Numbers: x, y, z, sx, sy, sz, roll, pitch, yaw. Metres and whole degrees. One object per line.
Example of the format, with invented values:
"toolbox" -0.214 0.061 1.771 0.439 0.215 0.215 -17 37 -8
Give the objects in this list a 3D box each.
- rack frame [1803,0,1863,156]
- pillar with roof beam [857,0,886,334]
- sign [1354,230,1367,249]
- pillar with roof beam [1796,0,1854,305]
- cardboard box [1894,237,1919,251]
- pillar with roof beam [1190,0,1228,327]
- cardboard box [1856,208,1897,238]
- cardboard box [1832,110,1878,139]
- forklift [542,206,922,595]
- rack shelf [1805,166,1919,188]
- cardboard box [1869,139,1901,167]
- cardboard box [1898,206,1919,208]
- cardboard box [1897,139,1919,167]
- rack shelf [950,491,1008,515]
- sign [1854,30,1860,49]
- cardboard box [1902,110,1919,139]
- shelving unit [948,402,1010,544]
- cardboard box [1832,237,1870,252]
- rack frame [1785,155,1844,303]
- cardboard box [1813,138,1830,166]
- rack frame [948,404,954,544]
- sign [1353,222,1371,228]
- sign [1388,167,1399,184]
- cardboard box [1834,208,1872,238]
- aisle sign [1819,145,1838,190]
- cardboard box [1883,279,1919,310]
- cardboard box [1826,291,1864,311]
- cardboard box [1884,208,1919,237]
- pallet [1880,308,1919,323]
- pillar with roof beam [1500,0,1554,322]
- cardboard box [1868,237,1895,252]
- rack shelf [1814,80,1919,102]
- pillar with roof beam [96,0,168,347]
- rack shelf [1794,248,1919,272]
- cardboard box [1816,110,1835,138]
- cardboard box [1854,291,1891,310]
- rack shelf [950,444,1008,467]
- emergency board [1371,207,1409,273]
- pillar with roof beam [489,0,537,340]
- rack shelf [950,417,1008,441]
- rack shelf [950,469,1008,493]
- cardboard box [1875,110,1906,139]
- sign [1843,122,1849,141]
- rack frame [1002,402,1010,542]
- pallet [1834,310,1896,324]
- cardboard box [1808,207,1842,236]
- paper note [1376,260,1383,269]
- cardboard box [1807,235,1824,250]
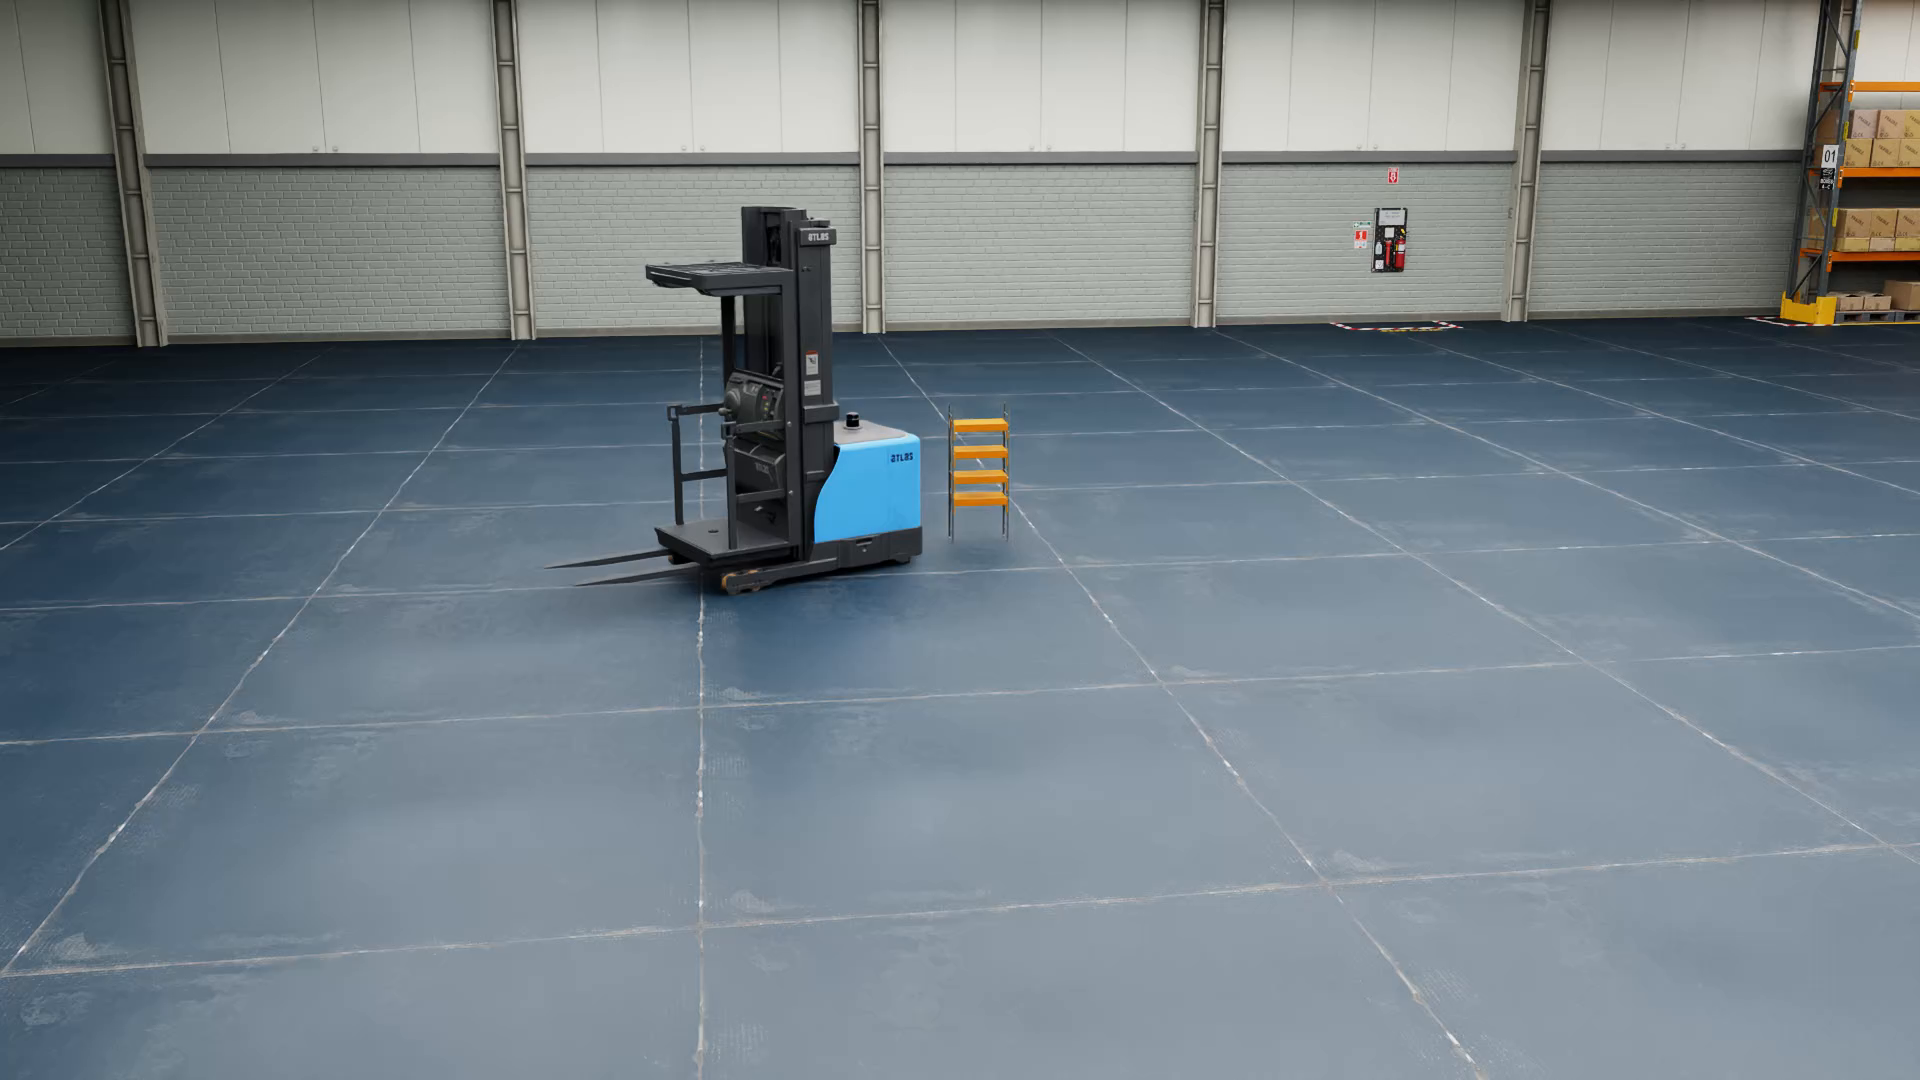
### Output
"rack frame" 15.709 -8.449 29.911 0.127 3.000 1.000 -2 14 -8
"pillar with roof beam" -0.885 -6.994 24.112 0.400 9.000 9.100 -2 14 -8
"sign" 7.328 -5.497 30.399 0.234 0.329 0.001 -2 14 -8
"pillar with roof beam" 16.914 -7.647 26.713 0.400 9.000 9.100 -2 14 -8
"cardboard box" 17.255 -5.456 30.579 0.500 0.250 0.500 -2 14 -9
"pillar with roof beam" 5.048 -7.212 24.979 0.400 9.000 9.100 -2 14 -8
"cardboard box" 16.717 -5.800 30.408 0.500 0.500 0.500 -2 14 -8
"cardboard box" 16.127 -7.492 29.963 0.500 0.500 0.500 -3 14 -12
"forklift" -1.826 -1.139 13.239 3.031 2.935 1.130 -9 17 -33
"rack shelf" 17.687 -6.717 30.653 4.000 0.370 1.077 -2 14 -8
"cardboard box" 16.614 -7.015 30.114 0.500 0.500 0.500 -1 14 -5
"cardboard box" 17.652 -5.962 31.053 0.500 0.500 0.500 -2 14 -8
"cardboard box" 17.127 -7.035 30.192 0.500 0.500 0.500 -1 14 -6
"rack shelf" 0.164 -0.330 14.664 0.480 0.148 0.258 -2 14 -8
"sign" 15.790 -8.810 29.268 0.005 0.325 0.100 -2 14 -8
"cardboard box" 17.135 -7.520 30.071 0.500 0.500 0.500 -2 14 -7
"shelving unit" 0.164 -0.588 14.600 0.503 1.200 0.258 -2 14 -8
"cardboard box" 16.239 -5.417 30.423 0.500 0.250 0.500 -3 14 -10
"rack frame" 15.709 -5.539 30.641 0.127 3.000 1.000 -2 14 -8
"cardboard box" 16.084 -7.128 30.565 0.500 0.500 0.500 -1 14 -4
"rack frame" -0.078 -0.579 14.565 0.015 1.200 0.240 -2 14 -8
"sign" 7.334 -5.752 30.327 0.331 0.109 0.001 -2 14 -8
"sign" 7.868 -6.623 30.197 0.199 0.298 0.001 -2 14 -8
"cardboard box" 16.226 -5.784 30.346 0.500 0.500 0.500 -2 14 -8
"aisle sign" 15.683 -6.725 30.027 0.004 0.787 0.394 -2 14 -8
"cardboard box" 17.704 -4.578 31.046 0.500 0.500 0.700 -3 14 -12
"cardboard box" 16.407 -4.451 30.928 0.500 0.311 0.500 -4 15 -15
"cardboard box" 17.228 -5.817 30.477 0.500 0.500 0.500 -3 14 -10
"pallet" 17.797 -4.253 31.248 1.213 0.211 1.003 -2 14 -8
"pillar with roof beam" 10.981 -7.429 25.846 0.400 9.000 9.100 -2 14 -8
"cardboard box" 16.751 -5.439 30.512 0.500 0.250 0.500 -3 14 -10
"rack shelf" 17.687 -8.171 30.288 4.000 0.370 1.077 -2 14 -8
"pillar with roof beam" -12.751 -6.559 22.378 0.400 9.000 9.100 -2 14 -8
"rack shelf" 17.687 -5.262 31.018 4.000 0.370 1.077 -2 14 -8
"cardboard box" 16.097 -7.615 30.453 0.500 0.500 0.500 -1 14 -6
"cardboard box" 16.971 -4.472 31.011 0.500 0.311 0.500 -1 14 -4
"rack shelf" 0.164 -0.740 14.562 0.480 0.148 0.258 -2 14 -8
"emergency board" 7.890 -5.474 30.384 0.643 1.169 0.194 -2 14 -8
"pillar with roof beam" -6.818 -6.777 23.245 0.400 9.000 9.100 -2 14 -8
"rack shelf" 0.164 -0.969 14.504 0.480 0.148 0.258 -2 14 -8
"rack shelf" 0.164 -0.523 14.616 0.480 0.148 0.258 -2 14 -8
"cardboard box" 16.630 -7.498 29.987 0.500 0.500 0.500 -2 14 -9
"sign" 15.790 -7.287 29.649 0.005 0.325 0.100 -2 14 -8
"rack frame" 0.405 -0.597 14.635 0.015 1.200 0.240 -2 14 -8
"pallet" 16.593 -4.210 31.075 1.213 0.211 1.003 -2 14 -8
"cardboard box" 16.144 -5.908 30.838 0.500 0.500 0.500 -2 14 -9
"paper note" 7.705 -5.057 30.532 0.142 0.148 0.016 -2 14 -8
"cardboard box" 16.143 -5.539 30.910 0.500 0.250 0.500 -2 14 -7
